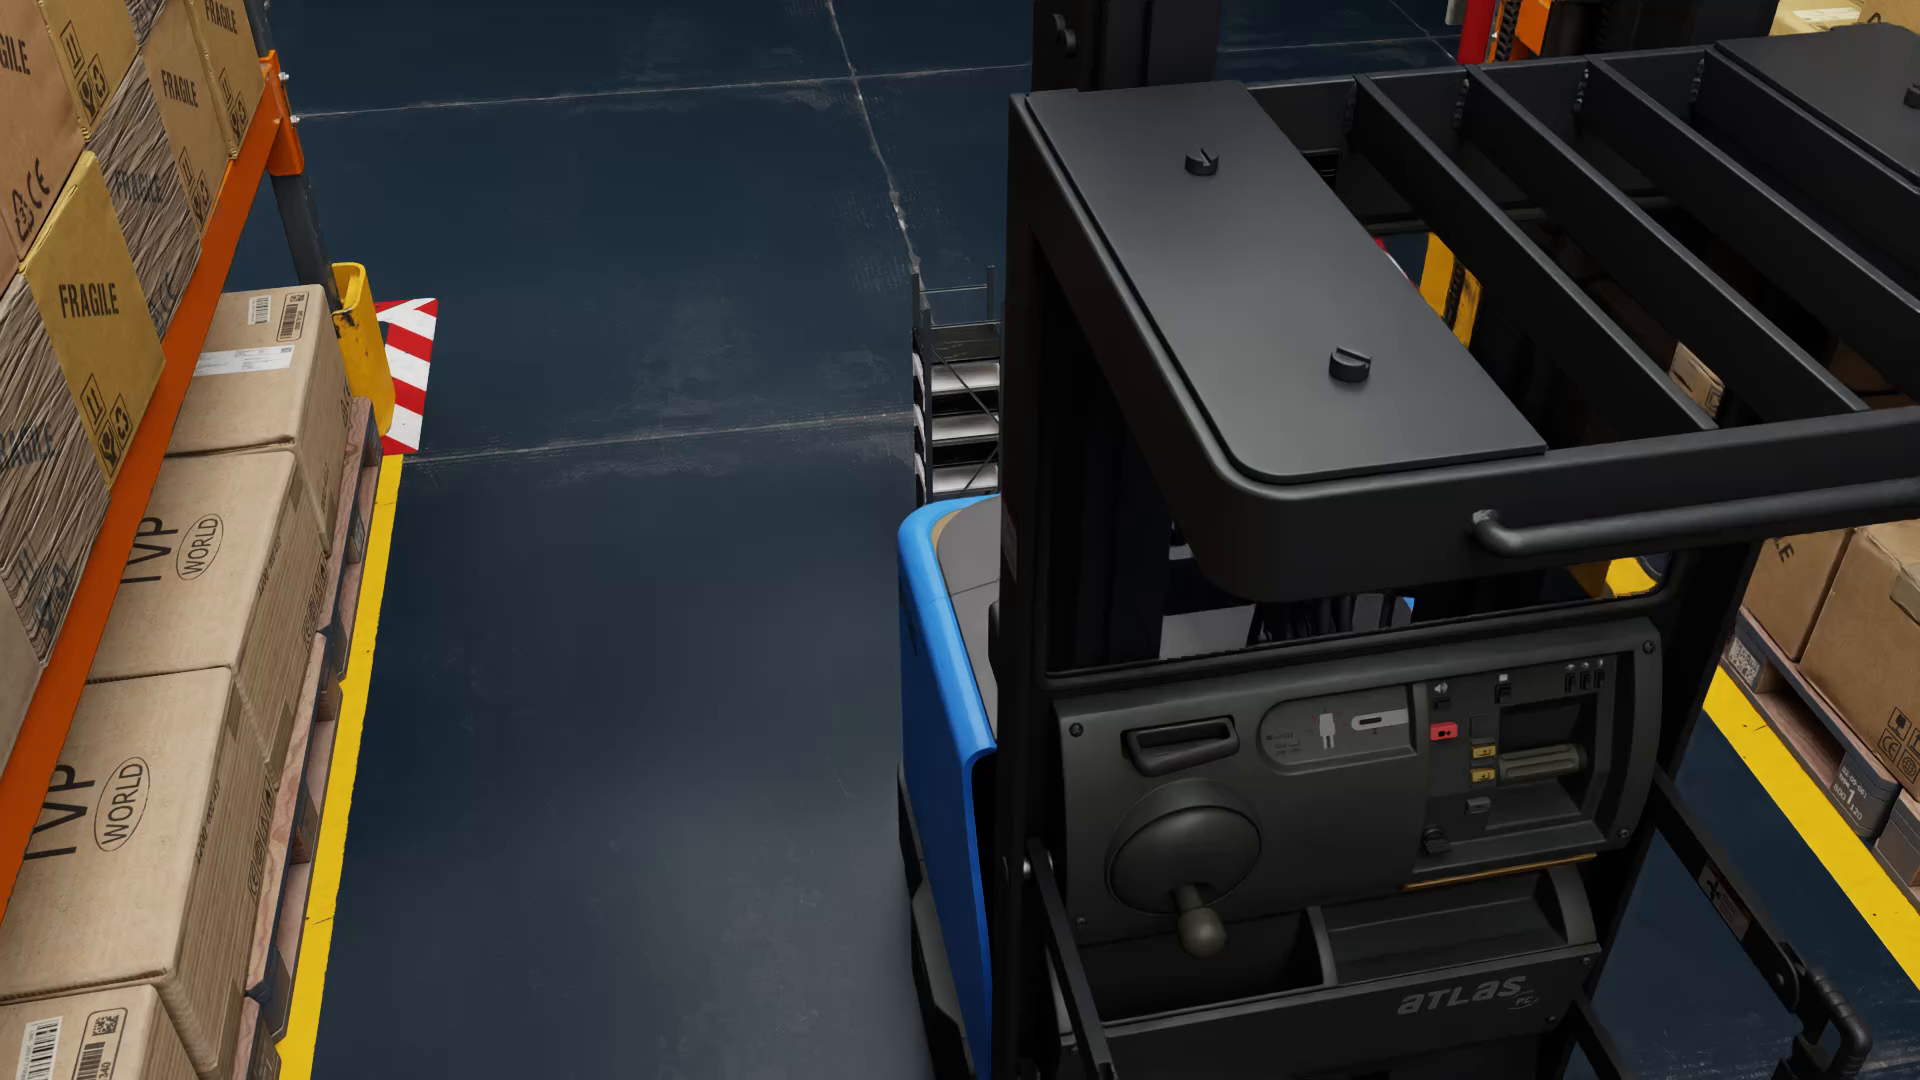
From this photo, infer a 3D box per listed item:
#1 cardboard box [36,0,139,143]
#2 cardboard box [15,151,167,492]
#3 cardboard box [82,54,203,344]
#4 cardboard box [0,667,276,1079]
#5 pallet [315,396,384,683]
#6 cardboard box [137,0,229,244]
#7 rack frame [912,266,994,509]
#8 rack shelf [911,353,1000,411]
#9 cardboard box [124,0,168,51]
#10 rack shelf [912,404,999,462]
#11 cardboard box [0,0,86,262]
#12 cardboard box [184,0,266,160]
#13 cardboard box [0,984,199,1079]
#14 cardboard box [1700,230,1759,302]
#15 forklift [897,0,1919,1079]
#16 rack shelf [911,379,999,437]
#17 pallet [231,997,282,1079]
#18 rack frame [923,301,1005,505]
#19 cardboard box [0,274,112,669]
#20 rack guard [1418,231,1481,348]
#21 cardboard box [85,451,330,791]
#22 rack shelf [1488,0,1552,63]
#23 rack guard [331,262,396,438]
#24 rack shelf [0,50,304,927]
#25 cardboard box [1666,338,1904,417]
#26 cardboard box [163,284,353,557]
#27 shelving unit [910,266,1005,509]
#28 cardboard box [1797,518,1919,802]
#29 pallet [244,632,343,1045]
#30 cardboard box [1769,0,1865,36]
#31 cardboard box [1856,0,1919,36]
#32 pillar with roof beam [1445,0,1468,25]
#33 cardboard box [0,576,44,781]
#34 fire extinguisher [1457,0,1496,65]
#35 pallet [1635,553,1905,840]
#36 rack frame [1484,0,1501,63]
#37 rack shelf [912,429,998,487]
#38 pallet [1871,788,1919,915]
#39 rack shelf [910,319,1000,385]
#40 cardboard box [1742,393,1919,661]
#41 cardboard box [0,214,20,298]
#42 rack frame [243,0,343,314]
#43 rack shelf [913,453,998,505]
[{"bbox_3d":[-2.037,-1.115,3.343,0.500,0.500,0.500,-6,38,-8],"label":"cardboard box"},{"bbox_3d":[-1.938,-0.409,3.250,0.500,0.500,0.500,-5,38,-7],"label":"cardboard box"},{"bbox_3d":[-2.041,-0.720,3.650,0.500,0.500,0.500,-5,38,-7],"label":"cardboard box"},{"bbox_3d":[-2.020,0.773,3.556,0.875,0.438,0.875,-7,38,-9],"label":"cardboard box"},{"bbox_3d":[-2.342,0.018,5.054,1.003,0.211,1.213,-6,38,-8],"label":"pallet"},{"bbox_3d":[-2.141,-1.029,4.048,0.500,0.500,0.500,-7,38,-9],"label":"cardboard box"},{"bbox_3d":[-0.019,-0.422,5.059,0.240,0.900,0.006,-6,38,-8],"label":"rack frame"},{"bbox_3d":[-0.001,-0.476,4.890,0.258,0.077,0.200,-6,38,-8],"label":"rack shelf"},{"bbox_3d":[-2.120,-1.414,3.728,0.500,0.500,0.500,-6,38,-8],"label":"cardboard box"},{"bbox_3d":[-0.001,-0.334,5.001,0.258,0.077,0.200,-6,38,-8],"label":"rack shelf"},{"bbox_3d":[-1.950,-0.811,2.952,0.500,0.500,0.500,-6,38,-8],"label":"cardboard box"},{"bbox_3d":[-2.214,-1.334,4.441,0.500,0.500,0.500,-6,38,-8],"label":"cardboard box"},{"bbox_3d":[-1.863,1.314,2.860,0.875,0.438,0.875,-7,38,-9],"label":"cardboard box"},{"bbox_3d":[2.341,-0.894,5.648,0.797,0.503,0.637,-8,38,-10],"label":"cardboard box"},{"bbox_3d":[0.645,0.439,2.296,1.130,2.935,3.031,-7,38,-9],"label":"forklift"},{"bbox_3d":[-0.001,-0.405,4.945,0.258,0.077,0.200,-6,38,-8],"label":"rack shelf"},{"bbox_3d":[-1.915,1.492,3.157,1.003,0.211,1.213,-6,38,-8],"label":"pallet"},{"bbox_3d":[0.016,-0.299,4.901,0.240,0.900,0.006,-6,38,-8],"label":"rack frame"},{"bbox_3d":[-1.848,-0.098,2.850,0.500,0.500,0.500,-6,38,-8],"label":"cardboard box"},{"bbox_3d":[2.340,-1.061,6.208,1.175,0.500,0.348,-6,38,-8],"label":"rack guard"},{"bbox_3d":[-2.177,0.228,4.257,0.875,0.438,0.875,-5,38,-7],"label":"cardboard box"},{"bbox_3d":[2.677,-0.601,4.166,1.077,0.370,4.000,-6,38,-8],"label":"rack shelf"},{"bbox_3d":[-2.564,-0.585,5.595,1.175,0.500,0.348,-6,38,-8],"label":"rack guard"},{"bbox_3d":[-2.209,-0.065,3.476,1.077,0.370,4.000,-6,38,-8],"label":"rack shelf"},{"bbox_3d":[2.452,-0.372,4.979,0.700,0.500,0.500,-5,38,-6],"label":"cardboard box"},{"bbox_3d":[-2.345,-0.324,4.968,0.875,0.438,0.875,-7,38,-9],"label":"cardboard box"},{"bbox_3d":[-0.001,-0.360,4.980,0.258,0.900,0.210,-6,38,-8],"label":"shelving unit"},{"bbox_3d":[2.634,0.255,4.172,0.700,0.500,0.500,-8,38,-10],"label":"cardboard box"},{"bbox_3d":[-2.132,0.754,4.108,1.003,0.211,1.213,-6,38,-8],"label":"pallet"},{"bbox_3d":[2.322,-1.238,4.279,0.500,0.250,0.500,-7,38,-9],"label":"cardboard box"},{"bbox_3d":[2.404,-1.239,3.668,0.500,0.500,0.500,-5,38,-7],"label":"cardboard box"},{"bbox_3d":[-1.497,-5.725,5.284,9.100,9.000,0.400,-6,38,-8],"label":"pillar with roof beam"},{"bbox_3d":[-1.767,0.203,2.462,0.500,0.500,0.500,-6,38,-8],"label":"cardboard box"},{"bbox_3d":[1.846,-1.955,5.688,0.296,0.674,0.183,-6,38,-8],"label":"fire extinguisher"},{"bbox_3d":[2.691,0.270,4.730,1.003,0.211,1.213,-6,38,-8],"label":"pallet"},{"bbox_3d":[2.327,-2.094,5.500,1.000,3.000,0.127,-6,38,-8],"label":"rack frame"},{"bbox_3d":[-0.001,-0.263,5.056,0.258,0.077,0.200,-6,38,-8],"label":"rack shelf"},{"bbox_3d":[2.908,1.009,3.780,1.003,0.211,1.213,-6,38,-8],"label":"pallet"},{"bbox_3d":[-0.001,-0.547,4.835,0.258,0.077,0.200,-6,38,-8],"label":"rack shelf"},{"bbox_3d":[2.446,-0.042,4.554,0.500,0.500,0.500,-6,38,-7],"label":"cardboard box"},{"bbox_3d":[-1.864,-0.506,2.560,0.500,0.500,0.500,-6,38,-7],"label":"cardboard box"},{"bbox_3d":[-2.560,-1.557,4.810,1.000,3.000,0.127,-6,38,-8],"label":"rack frame"},{"bbox_3d":[-0.001,-0.192,5.111,0.258,0.077,0.200,-6,38,-8],"label":"rack shelf"}]
